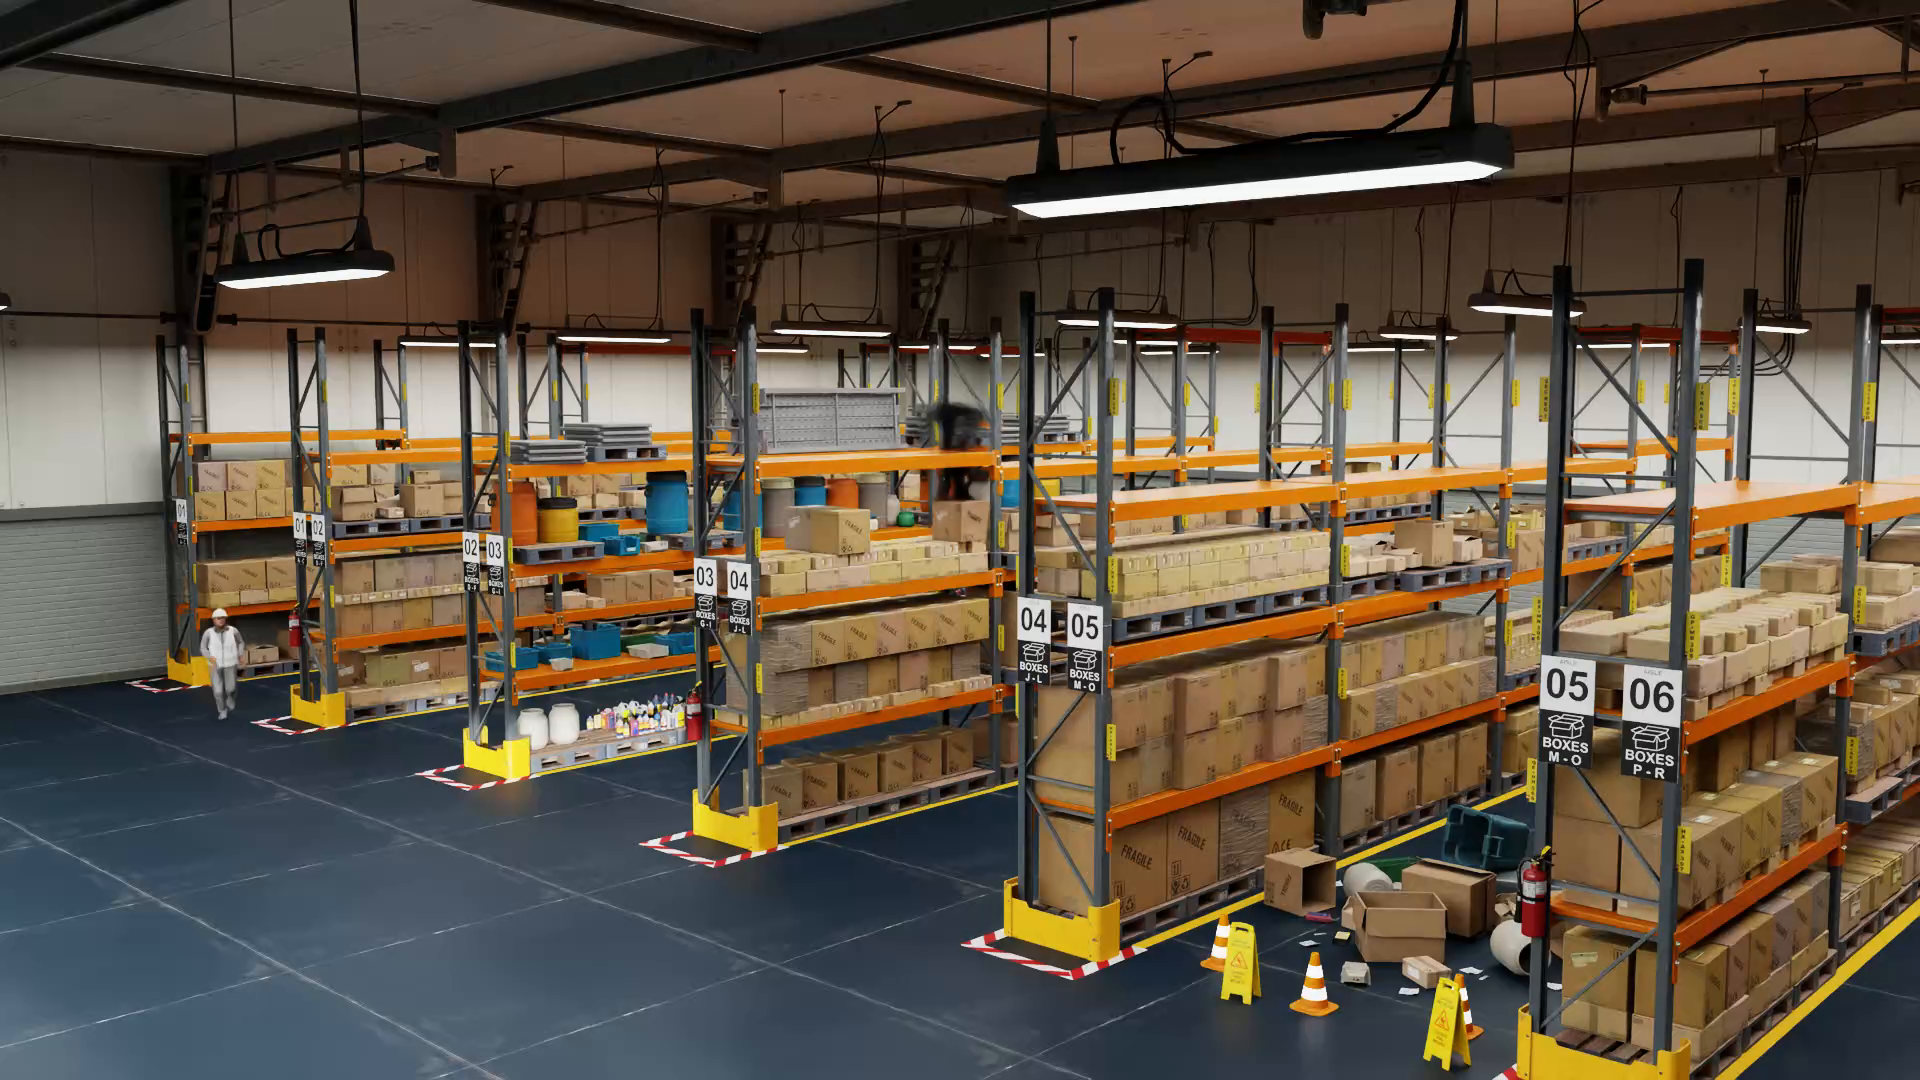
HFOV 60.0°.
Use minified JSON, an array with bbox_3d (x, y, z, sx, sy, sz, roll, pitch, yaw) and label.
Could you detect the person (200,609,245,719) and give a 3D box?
[{"bbox_3d":[-11.318,1.911,25.546,0.642,1.719,0.577,-3,6,-26],"label":"person"}]
